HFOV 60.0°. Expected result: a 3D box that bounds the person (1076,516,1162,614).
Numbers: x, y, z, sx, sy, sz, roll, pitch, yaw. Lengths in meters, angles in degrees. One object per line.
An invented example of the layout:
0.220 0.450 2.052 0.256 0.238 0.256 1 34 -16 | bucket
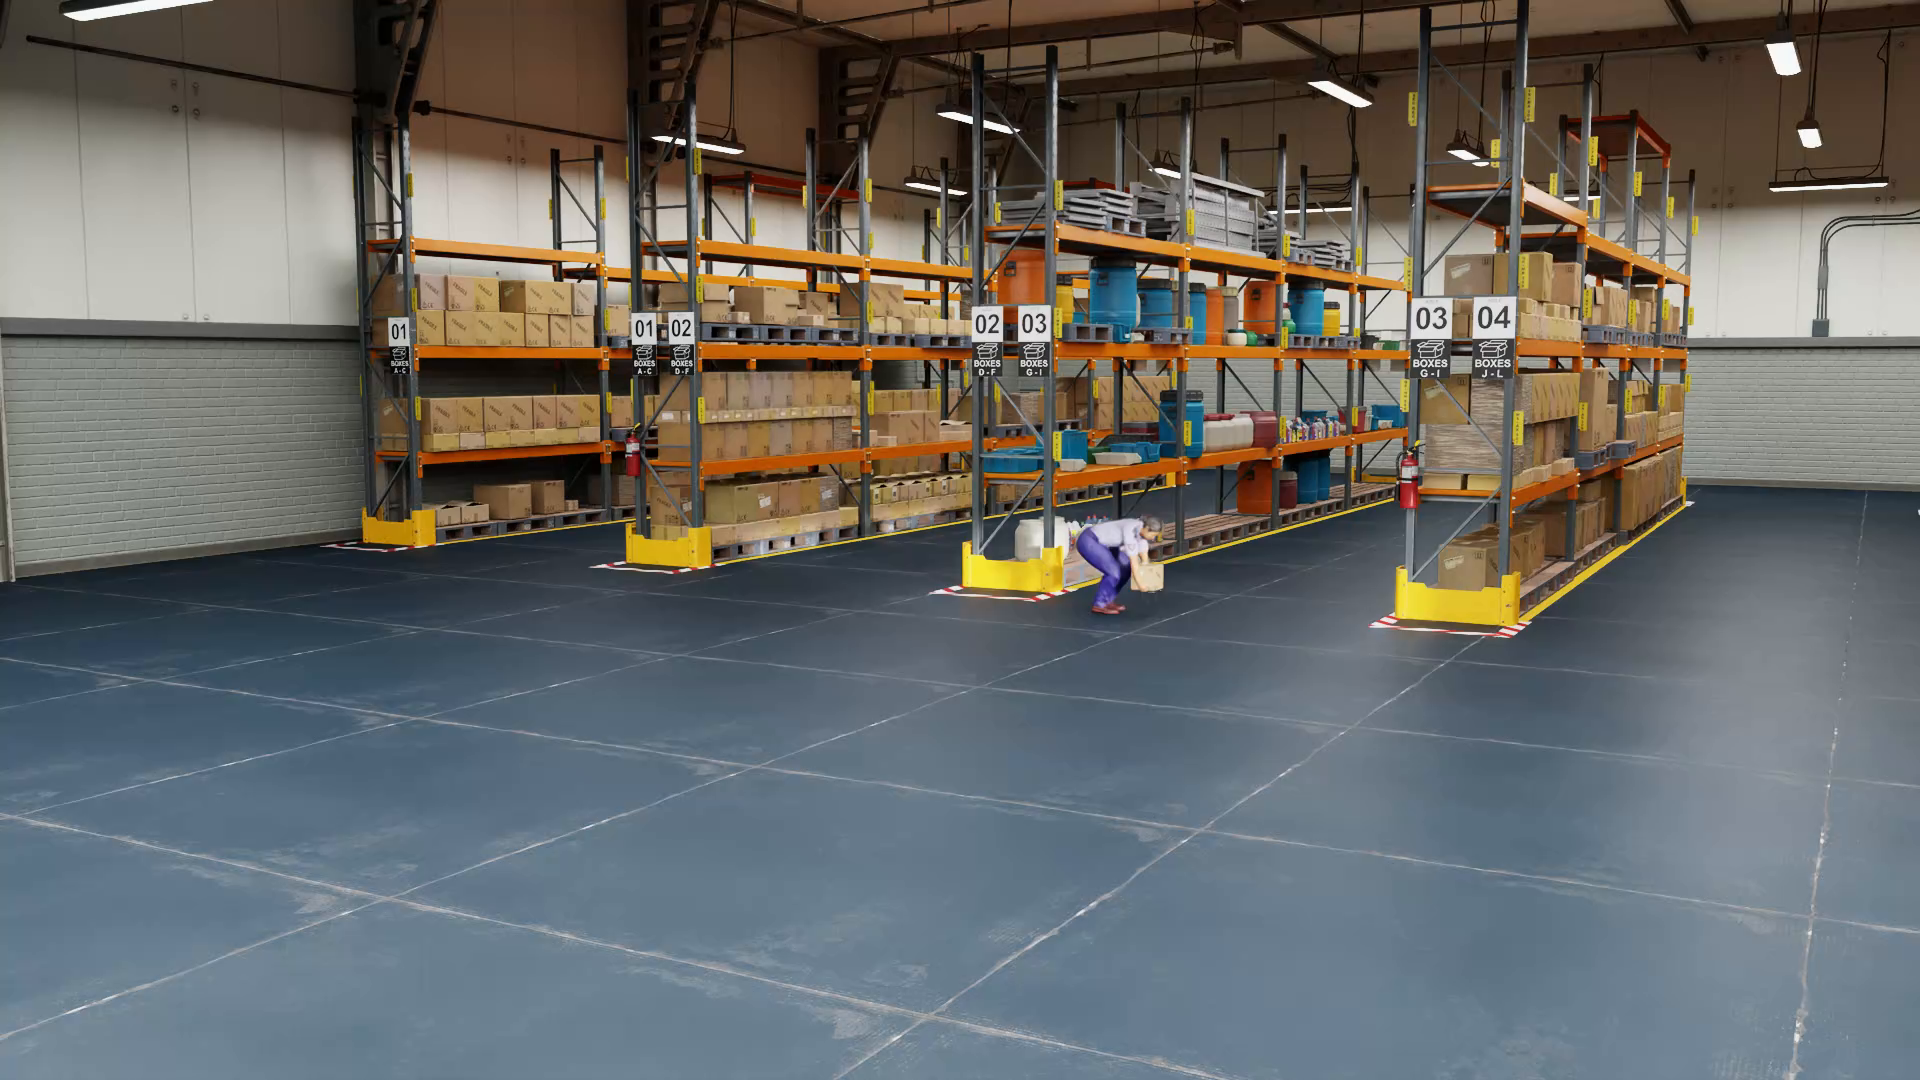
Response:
1.652 0.248 17.133 0.892 1.014 0.506 3 7 26 | person
